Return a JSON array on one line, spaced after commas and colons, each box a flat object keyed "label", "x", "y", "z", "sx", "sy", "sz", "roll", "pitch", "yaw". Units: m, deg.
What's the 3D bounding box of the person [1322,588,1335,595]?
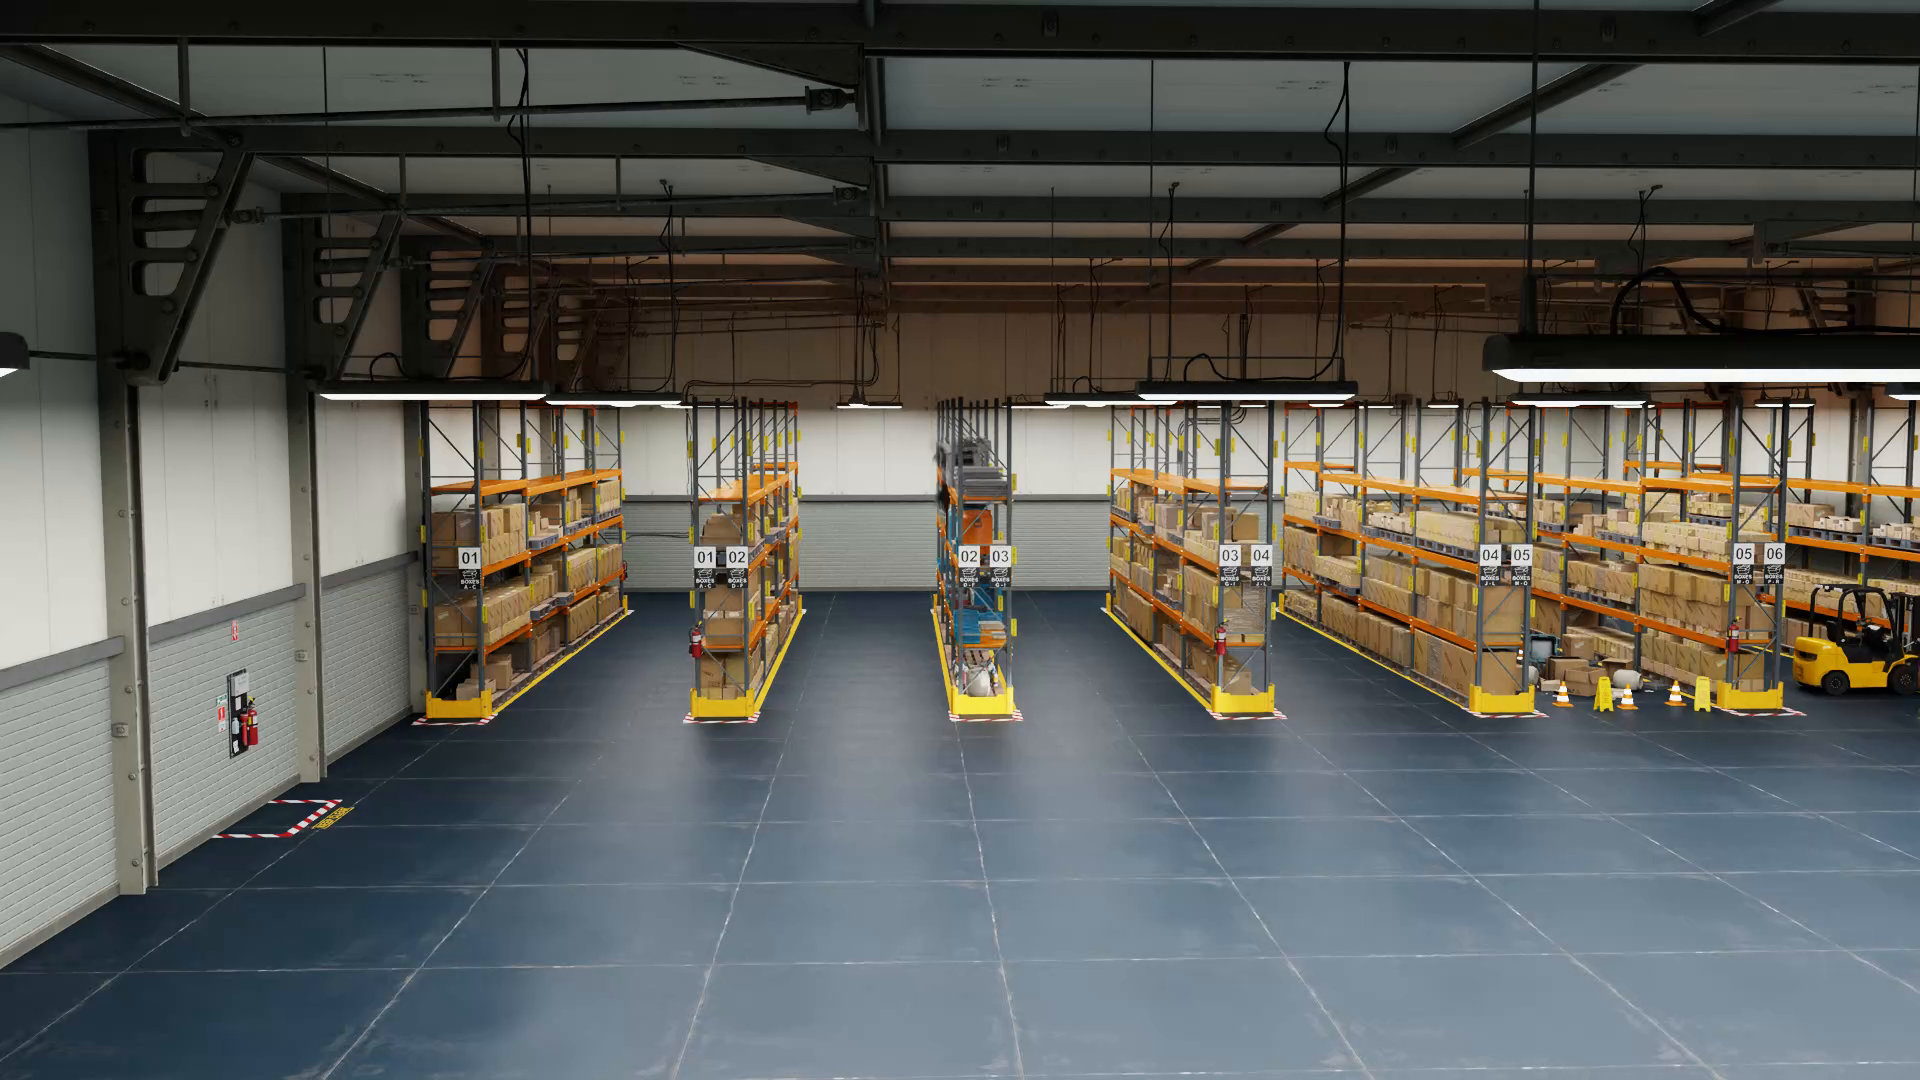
[{"label": "person", "x": 10.607, "y": 1.085, "z": 48.766, "sx": 0.741, "sy": 1.773, "sz": 1.004, "roll": -4, "pitch": 6, "yaw": -42}]

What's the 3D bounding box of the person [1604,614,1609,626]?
[{"label": "person", "x": 16.969, "y": 1.510, "z": 43.824, "sx": 0.624, "sy": 1.654, "sz": 0.744, "roll": -1, "pitch": 4, "yaw": -10}]

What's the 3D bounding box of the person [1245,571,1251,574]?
[{"label": "person", "x": 7.458, "y": 1.437, "z": 43.498, "sx": 0.667, "sy": 1.777, "sz": 0.974, "roll": 0, "pitch": 4, "yaw": -2}]
